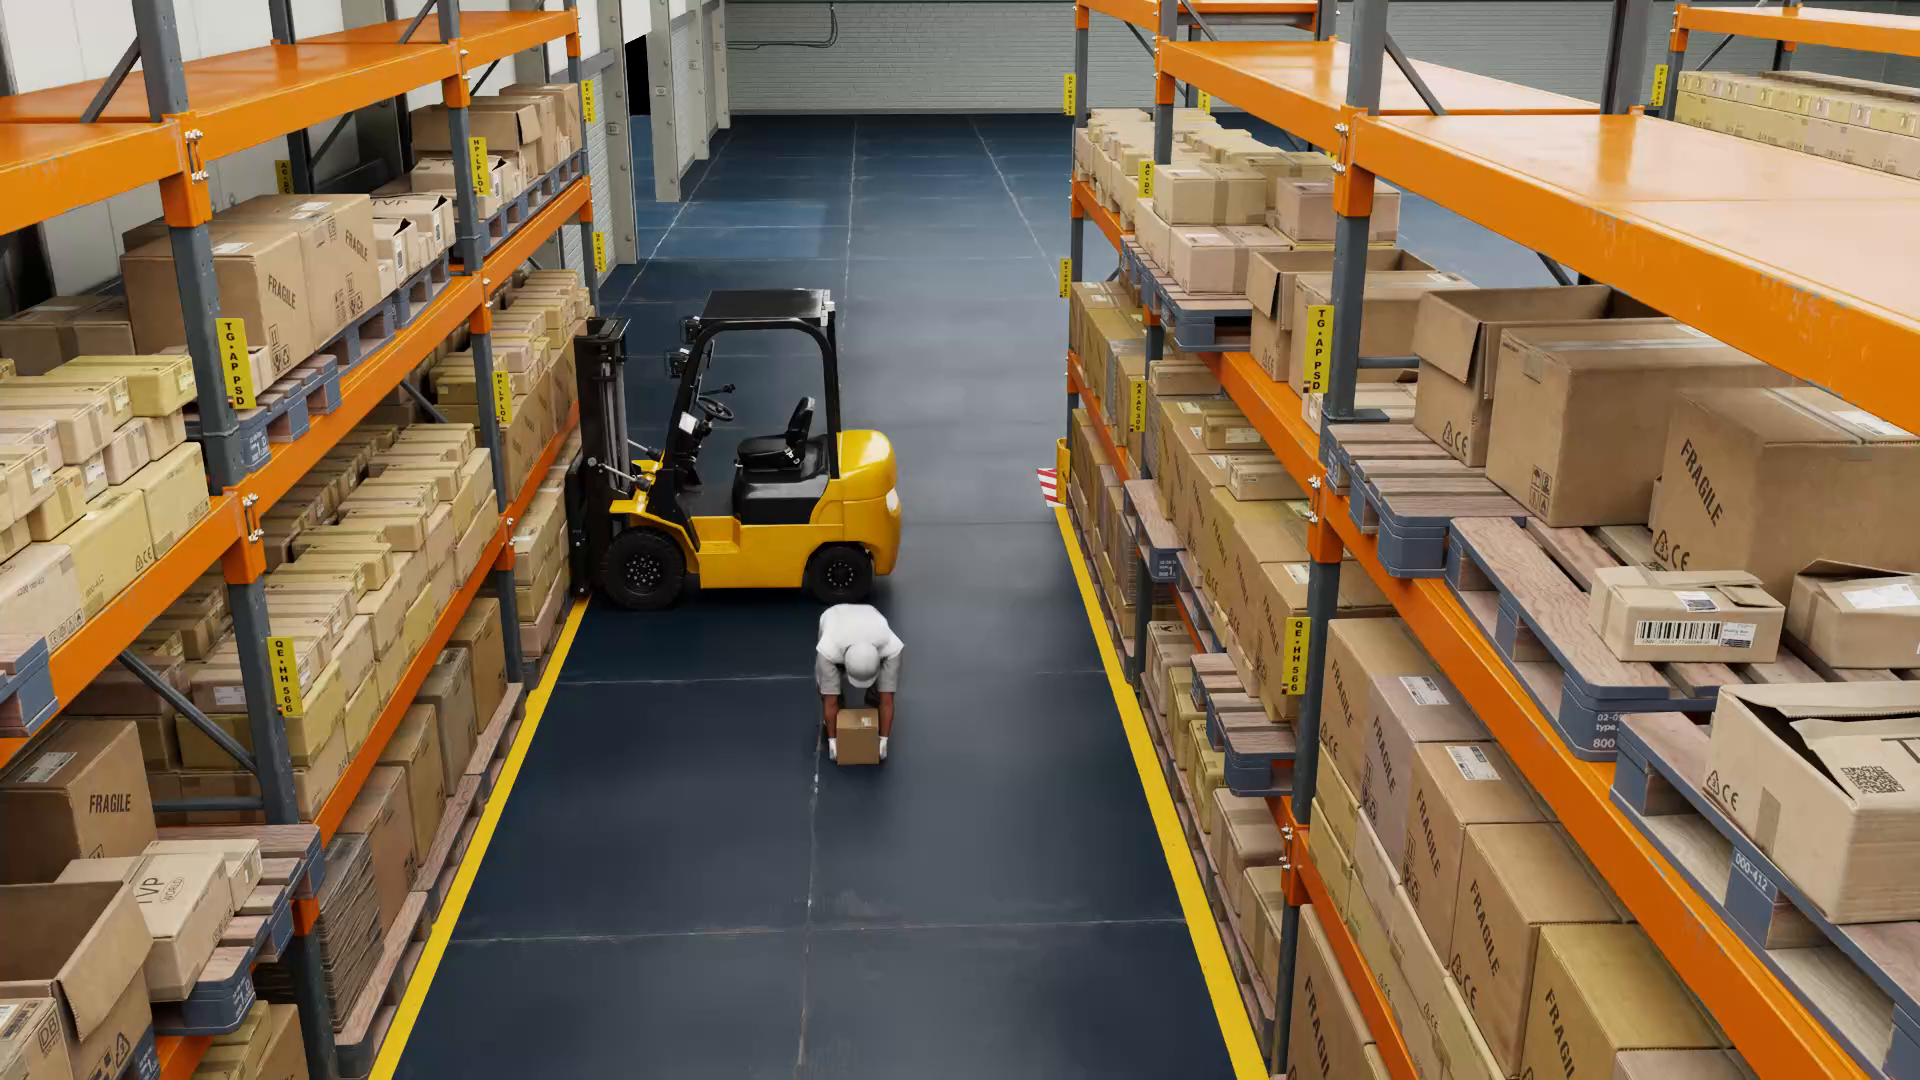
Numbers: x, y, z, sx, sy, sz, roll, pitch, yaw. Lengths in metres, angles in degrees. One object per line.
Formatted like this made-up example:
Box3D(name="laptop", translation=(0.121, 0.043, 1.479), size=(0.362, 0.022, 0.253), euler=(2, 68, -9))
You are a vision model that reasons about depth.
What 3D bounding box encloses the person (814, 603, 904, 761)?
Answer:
Box3D(name="person", translation=(-0.622, 0.839, 10.244), size=(0.553, 0.807, 0.981), euler=(-2, 20, -4))
